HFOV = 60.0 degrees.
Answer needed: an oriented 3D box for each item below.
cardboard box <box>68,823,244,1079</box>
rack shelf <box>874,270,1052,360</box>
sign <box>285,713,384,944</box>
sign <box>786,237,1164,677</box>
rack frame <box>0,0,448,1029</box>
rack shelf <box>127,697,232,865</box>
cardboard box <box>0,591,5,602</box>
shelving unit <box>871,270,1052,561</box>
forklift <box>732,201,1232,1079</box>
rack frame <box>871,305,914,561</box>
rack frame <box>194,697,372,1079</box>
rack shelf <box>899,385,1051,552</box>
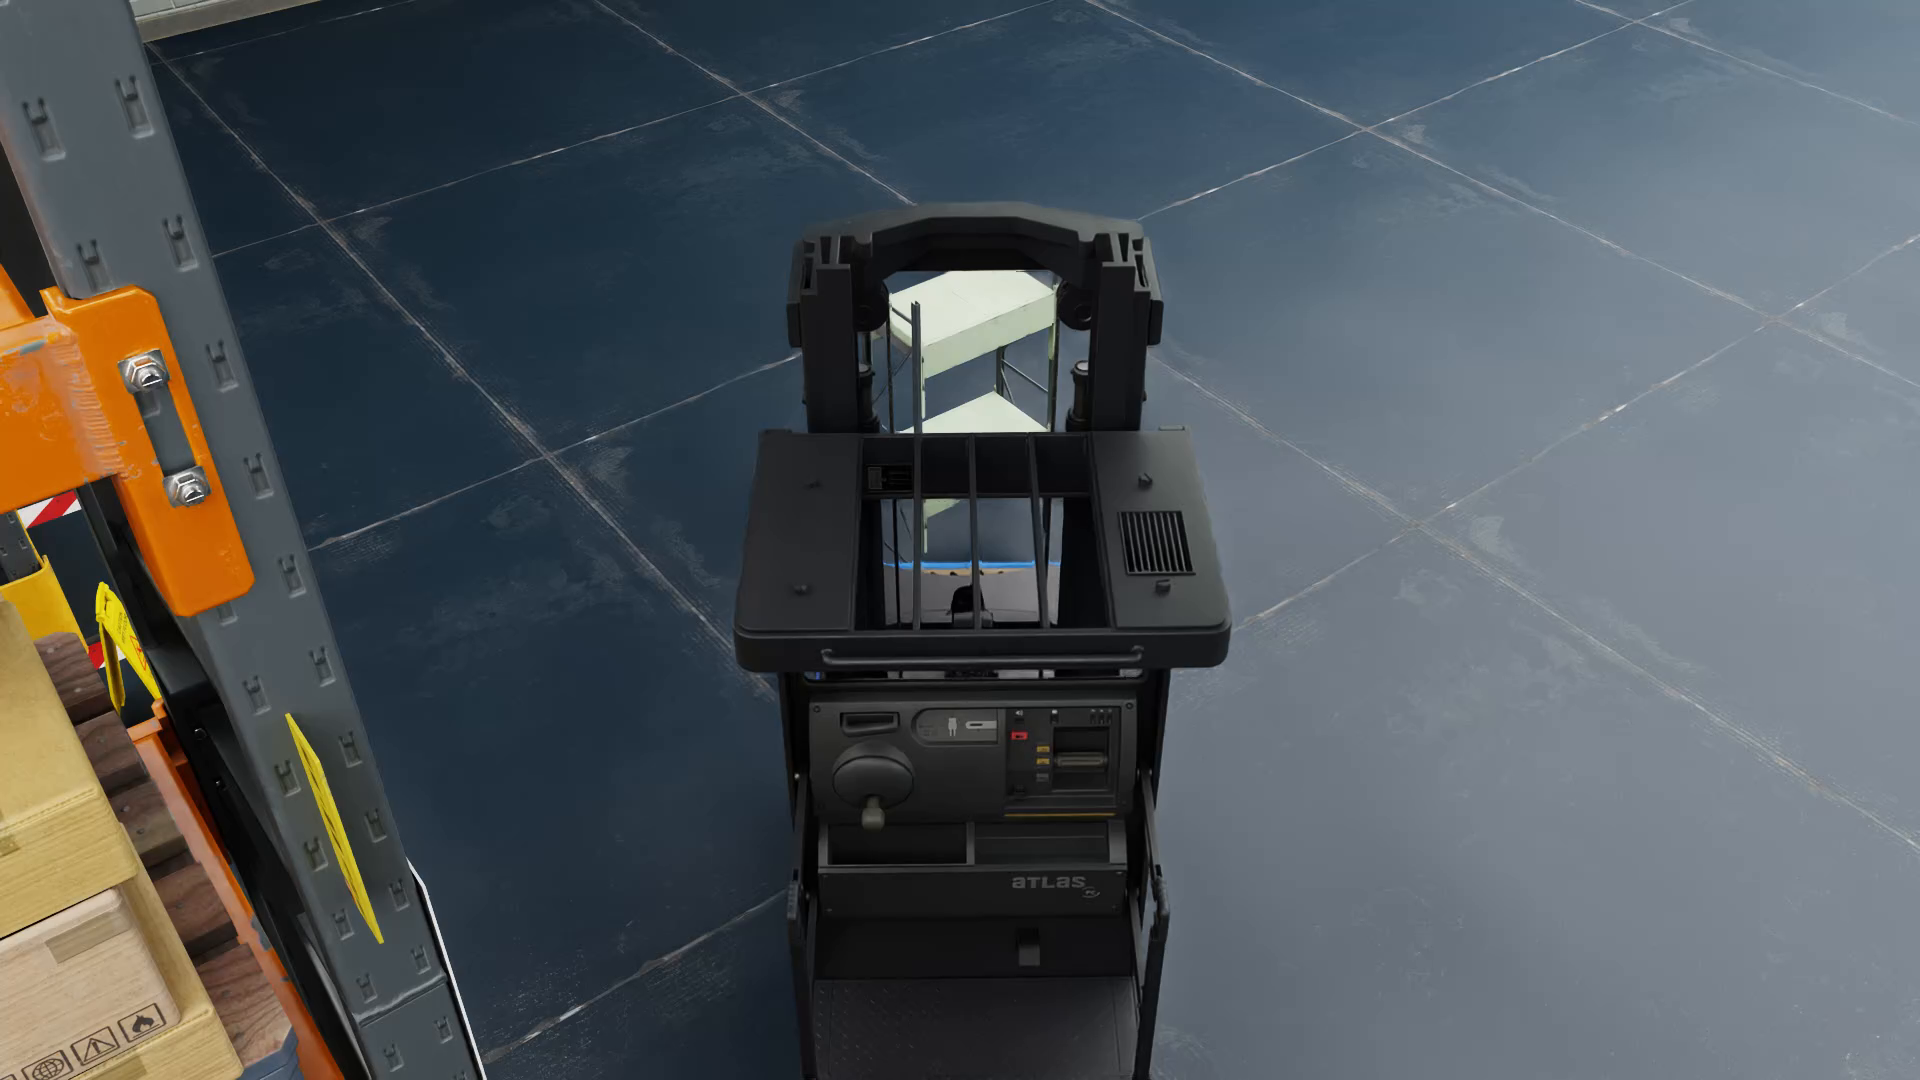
[{"bbox_3d":[-1.114,0.573,2.109,0.250,0.149,0.380,-26,46,-28],"label":"cardboard box"},{"bbox_3d":[0.005,-0.960,6.968,0.686,0.124,0.368,-26,46,-28],"label":"rack shelf"},{"bbox_3d":[-0.738,0.345,1.964,0.005,0.325,0.100,-26,46,-28],"label":"sign"},{"bbox_3d":[0.035,0.377,5.062,2.025,2.768,2.177,-26,46,-28],"label":"sign"},{"bbox_3d":[-1.057,-0.782,1.608,0.127,3.000,1.000,-26,46,-28],"label":"rack frame"},{"bbox_3d":[-2.643,1.429,1.845,4.000,0.370,1.077,-26,46,-28],"label":"rack shelf"},{"bbox_3d":[-1.525,0.246,2.509,0.250,0.149,0.380,-26,46,-28],"label":"cardboard box"},{"bbox_3d":[0.001,-0.580,7.275,0.731,1.308,0.431,-26,46,-28],"label":"shelving unit"},{"bbox_3d":[0.039,0.704,4.581,1.121,2.935,3.031,-1,39,-1],"label":"forklift"},{"bbox_3d":[-0.286,-0.442,7.106,0.010,1.308,0.380,-26,46,-28],"label":"rack frame"},{"bbox_3d":[-1.055,1.540,3.508,0.053,2.616,0.949,-26,46,-28],"label":"rack frame"},{"bbox_3d":[0.005,-0.330,7.484,0.720,0.370,0.431,-26,46,-28],"label":"rack shelf"}]
